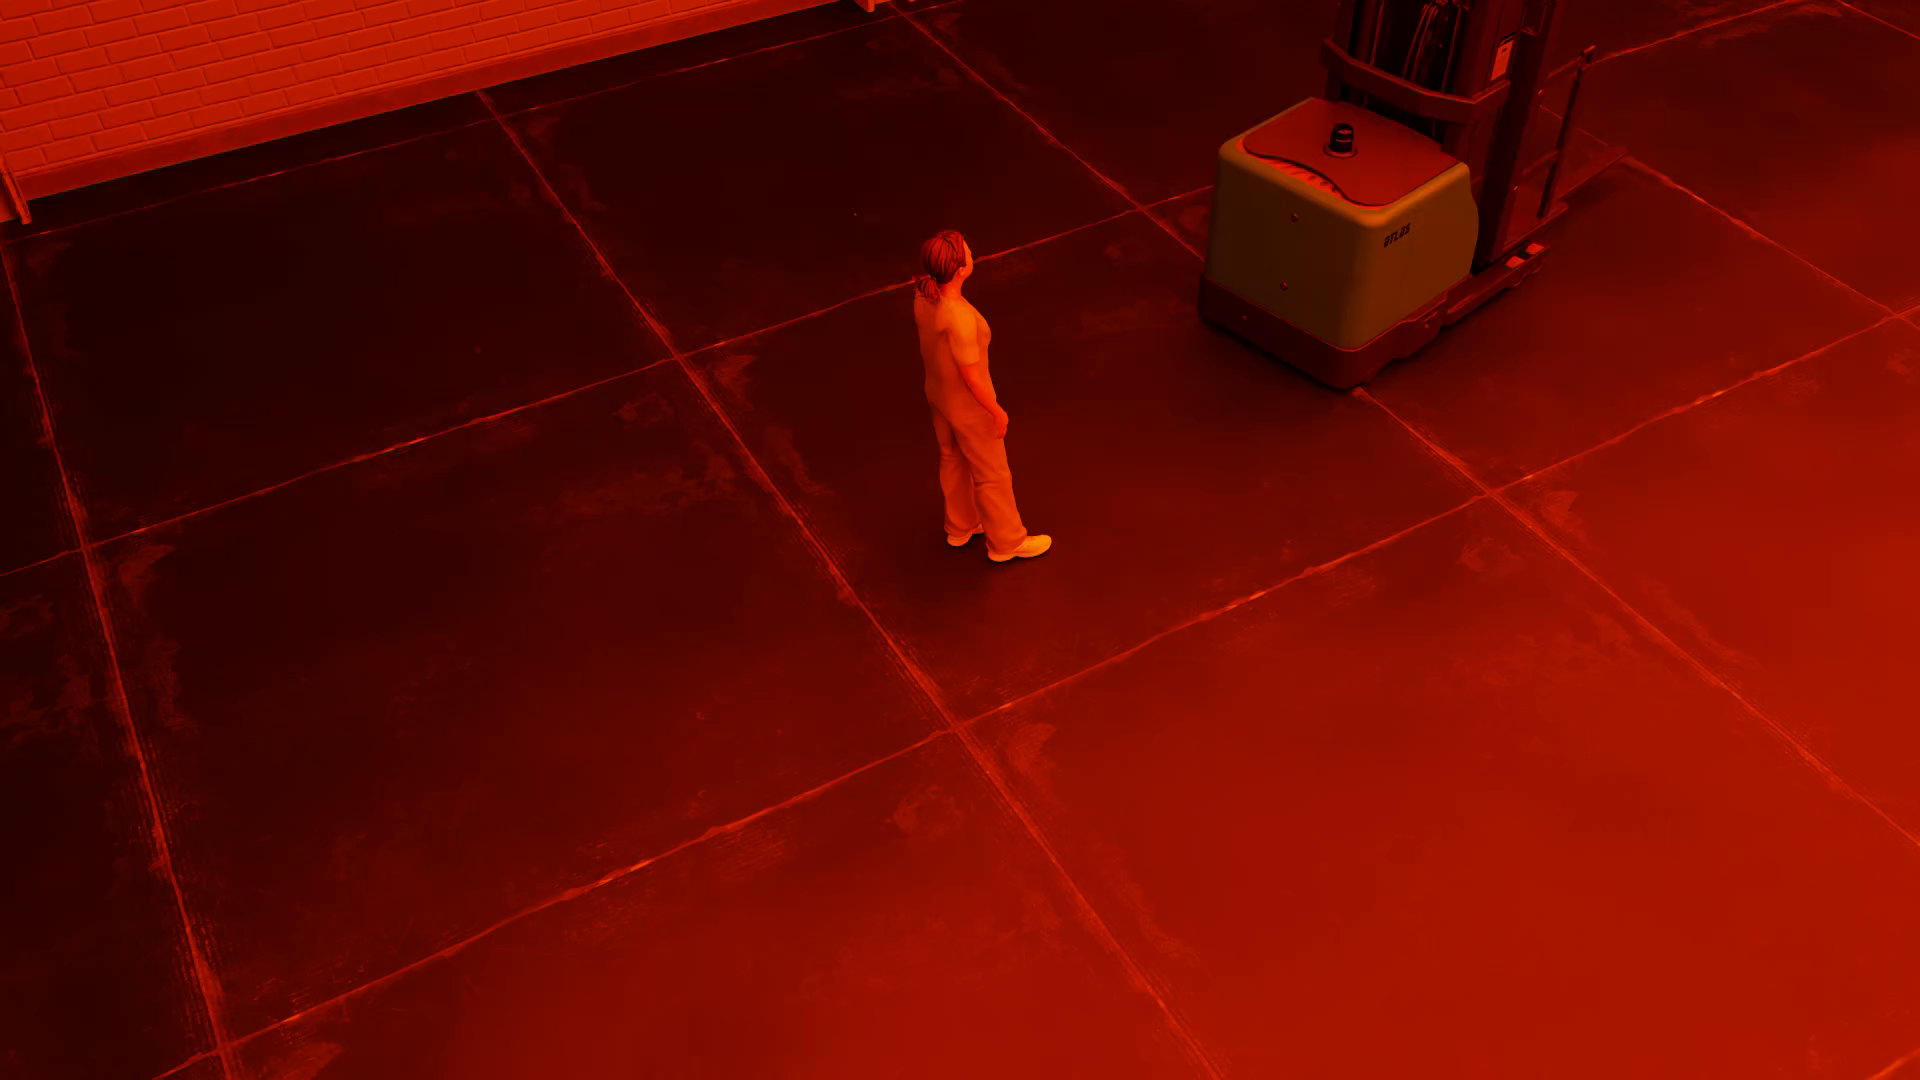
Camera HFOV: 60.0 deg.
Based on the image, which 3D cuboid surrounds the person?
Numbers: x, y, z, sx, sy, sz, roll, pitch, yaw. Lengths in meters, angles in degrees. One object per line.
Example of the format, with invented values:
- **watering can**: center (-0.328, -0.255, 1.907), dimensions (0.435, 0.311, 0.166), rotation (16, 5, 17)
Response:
- **person**: center (0.071, -0.637, 7.297), dimensions (0.548, 1.673, 0.549), rotation (-21, 47, -21)

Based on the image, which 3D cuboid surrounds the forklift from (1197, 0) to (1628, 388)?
- **forklift**: center (2.717, -2.739, 8.652), dimensions (3.031, 2.935, 1.130), rotation (-33, 52, -30)
